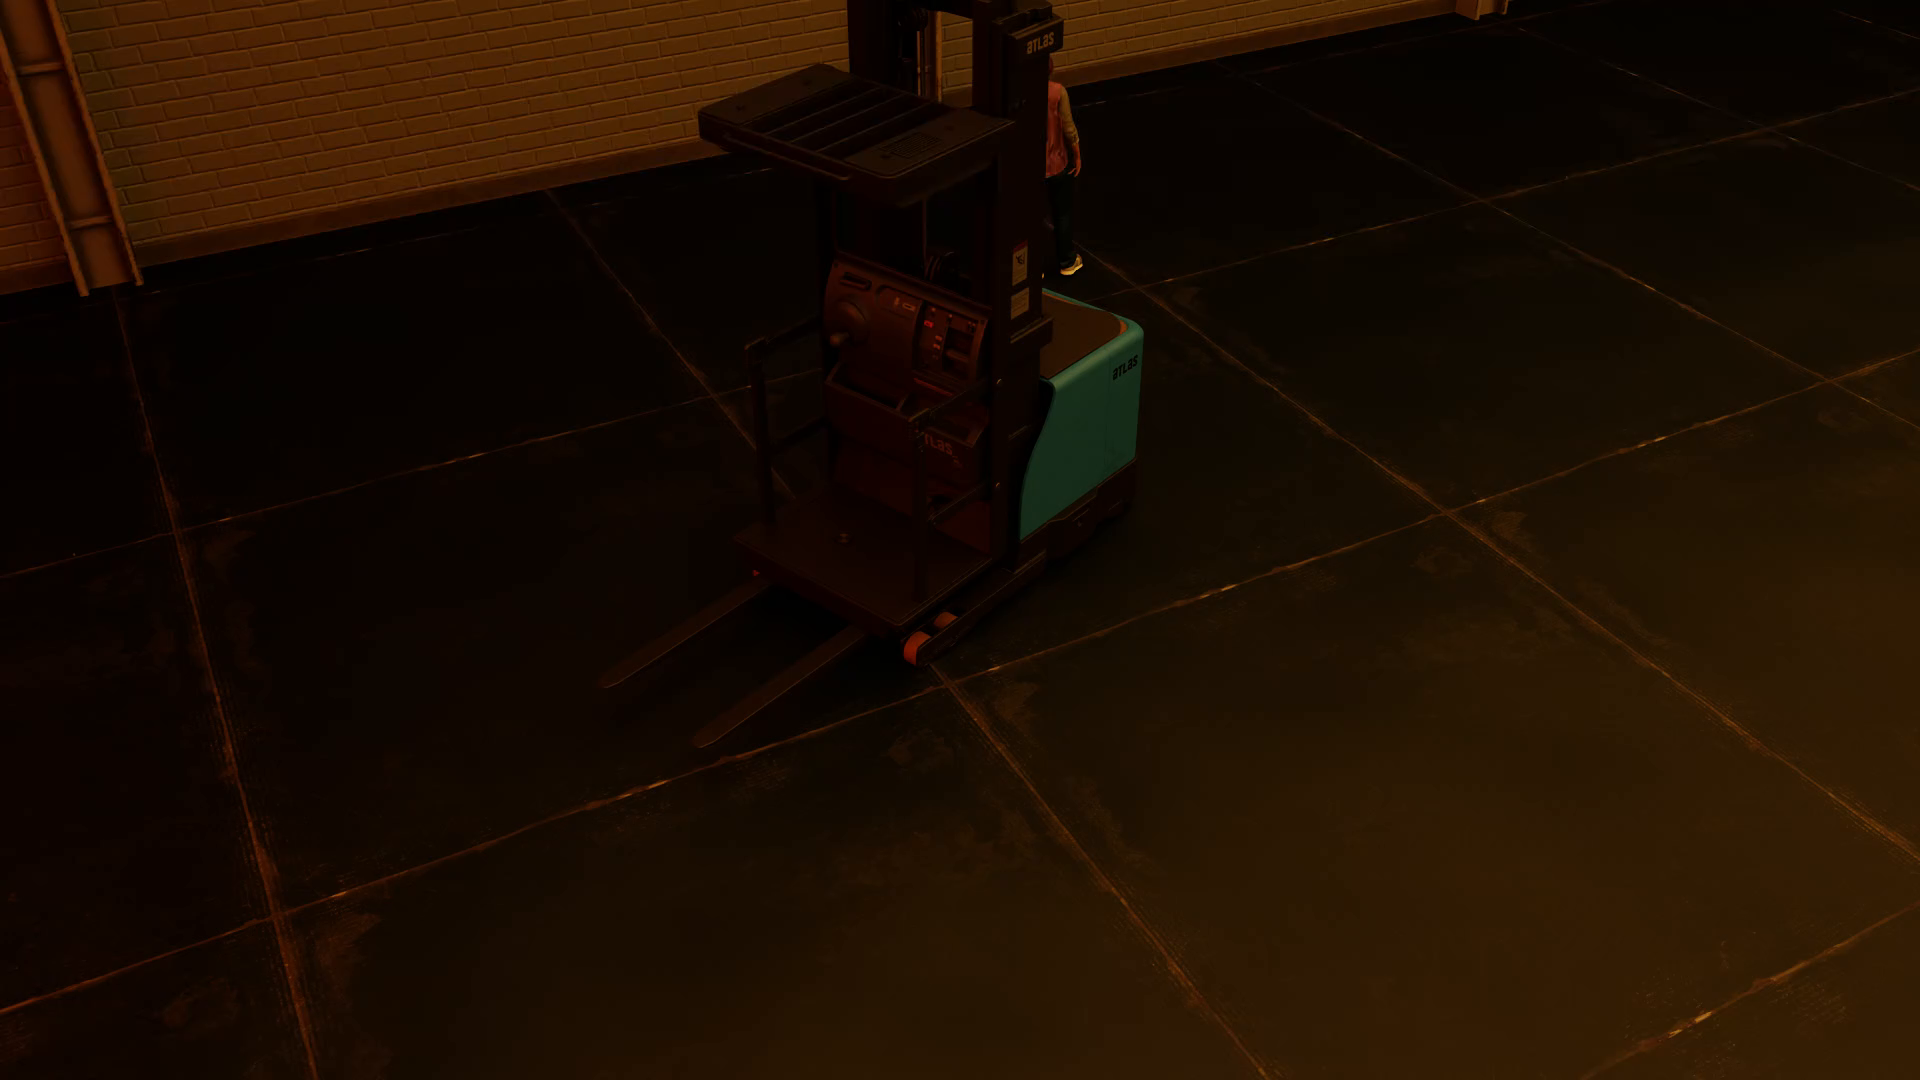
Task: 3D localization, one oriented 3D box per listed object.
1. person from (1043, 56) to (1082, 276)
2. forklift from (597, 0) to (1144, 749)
[{"bbox_3d":[0.543,-2.443,10.723,0.520,1.596,0.475,7,36,9],"label":"person"},{"bbox_3d":[-0.390,-0.927,7.434,1.130,2.935,3.031,26,43,31],"label":"forklift"}]
